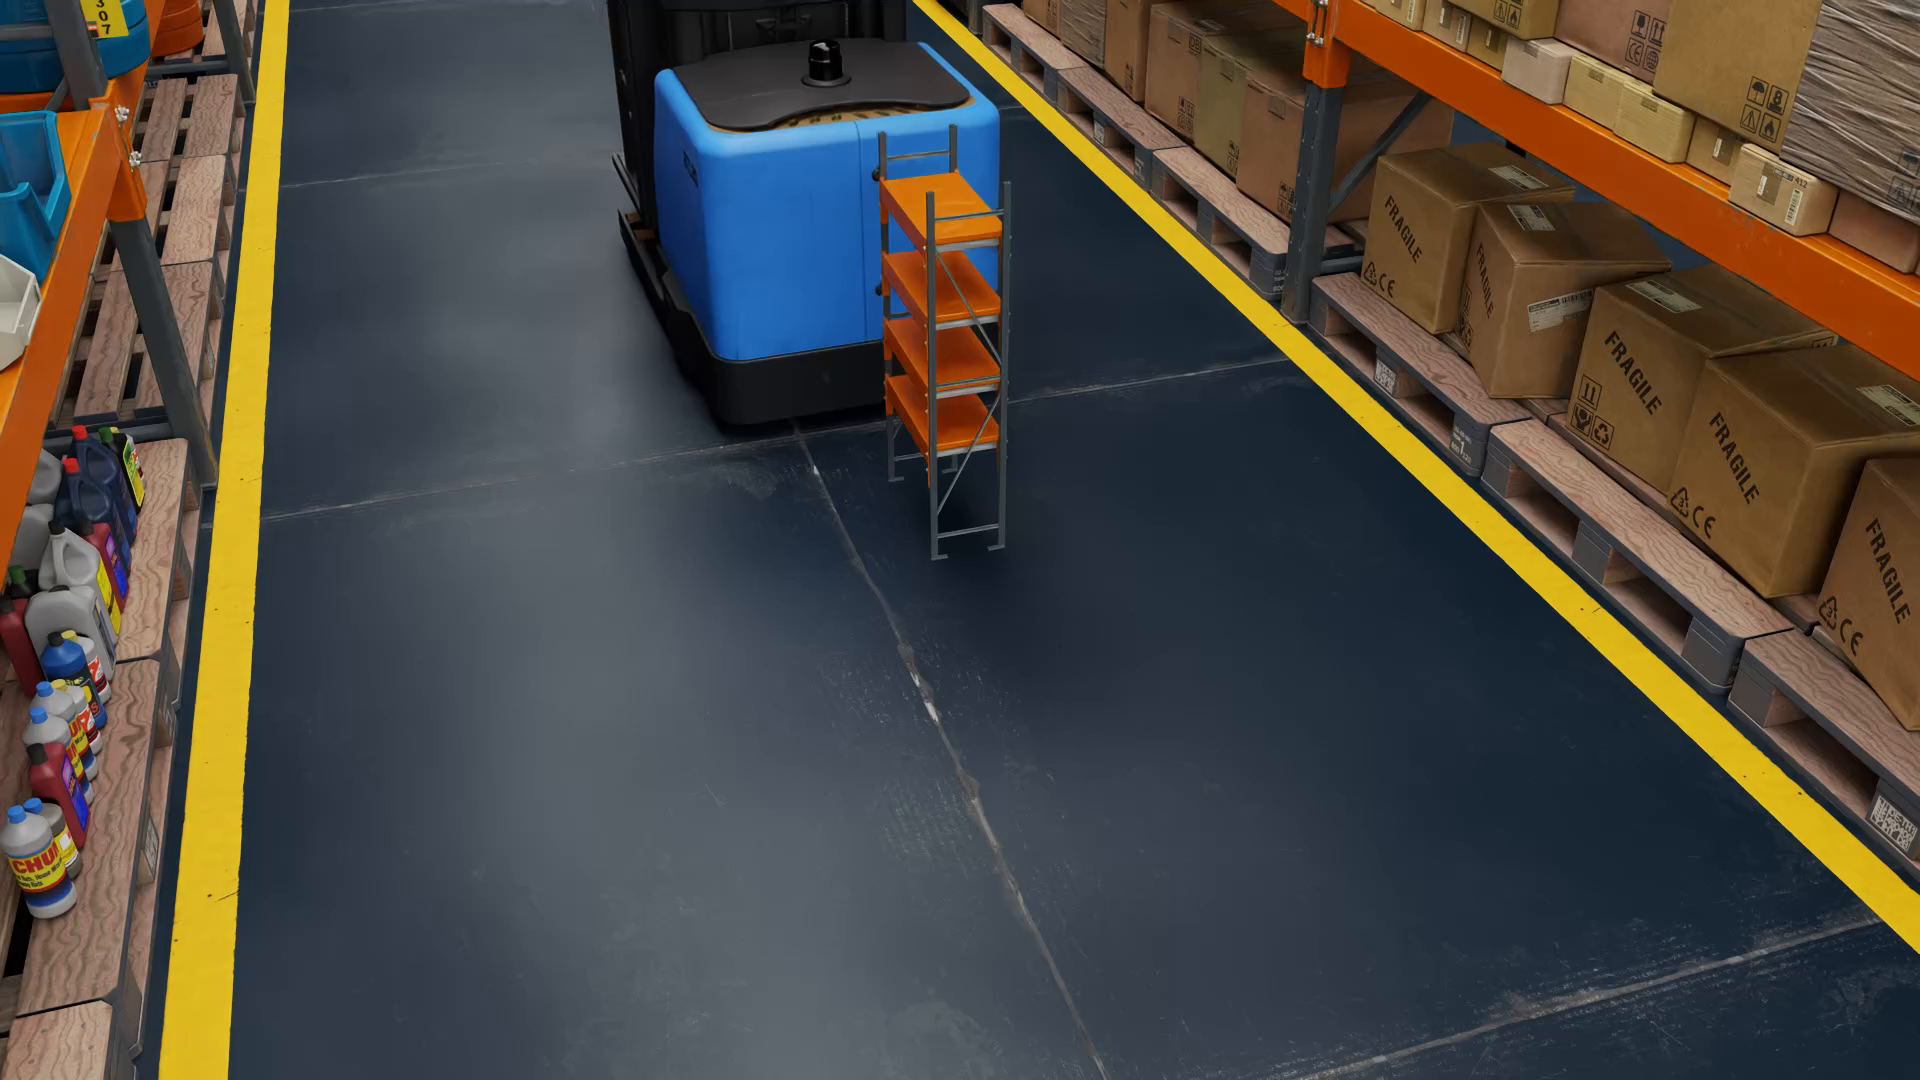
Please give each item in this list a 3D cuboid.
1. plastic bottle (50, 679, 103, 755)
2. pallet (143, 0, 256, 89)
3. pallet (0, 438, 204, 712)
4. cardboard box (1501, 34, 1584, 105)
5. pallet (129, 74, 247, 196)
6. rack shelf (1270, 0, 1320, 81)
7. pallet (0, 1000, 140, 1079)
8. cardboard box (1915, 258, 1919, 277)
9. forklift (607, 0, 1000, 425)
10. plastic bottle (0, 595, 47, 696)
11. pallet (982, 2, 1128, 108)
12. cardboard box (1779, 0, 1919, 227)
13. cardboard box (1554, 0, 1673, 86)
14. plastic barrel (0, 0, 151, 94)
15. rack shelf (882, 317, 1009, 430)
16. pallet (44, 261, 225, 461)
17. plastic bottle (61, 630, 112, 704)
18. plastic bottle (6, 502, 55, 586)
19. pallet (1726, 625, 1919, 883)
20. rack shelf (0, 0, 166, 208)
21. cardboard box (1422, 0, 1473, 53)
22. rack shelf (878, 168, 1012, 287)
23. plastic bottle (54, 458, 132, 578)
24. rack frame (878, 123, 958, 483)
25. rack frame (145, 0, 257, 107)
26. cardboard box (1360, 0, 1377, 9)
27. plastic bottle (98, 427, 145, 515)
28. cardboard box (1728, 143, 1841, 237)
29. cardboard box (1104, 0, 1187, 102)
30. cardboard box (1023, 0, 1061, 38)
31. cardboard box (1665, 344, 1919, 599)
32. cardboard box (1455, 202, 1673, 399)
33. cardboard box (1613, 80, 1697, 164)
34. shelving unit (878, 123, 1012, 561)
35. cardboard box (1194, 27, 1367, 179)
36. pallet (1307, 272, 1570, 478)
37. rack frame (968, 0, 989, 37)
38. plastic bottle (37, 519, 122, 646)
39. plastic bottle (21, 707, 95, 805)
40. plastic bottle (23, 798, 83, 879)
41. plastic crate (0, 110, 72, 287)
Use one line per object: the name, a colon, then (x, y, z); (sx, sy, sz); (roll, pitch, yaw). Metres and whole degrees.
plastic bottle: (-2.154, 0.426, 4.023); (0.097, 0.201, 0.097); (0, 33, 0)
pallet: (-4.453, -2.713, 9.163); (1.003, 0.211, 1.213); (-10, 35, -15)
pallet: (-2.787, 0.154, 4.825); (1.003, 0.211, 1.213); (-10, 35, -15)
cardboard box: (1.832, -1.406, 4.884); (0.380, 0.149, 0.250); (-10, 35, -15)
pallet: (-3.973, -1.892, 7.922); (1.003, 0.211, 1.213); (-10, 35, -15)
rack shelf: (1.154, -2.952, 7.649); (1.077, 0.370, 4.000); (-10, 35, -15)
pallet: (-2.043, 1.435, 2.887); (1.003, 0.211, 1.213); (-10, 35, -15)
cardboard box: (2.402, -0.638, 3.722); (0.380, 0.149, 0.250); (-10, 35, -15)
forklift: (-0.819, -2.426, 6.262); (1.130, 2.935, 3.031); (-11, 35, -16)
plastic bottle: (-2.380, 0.245, 4.223); (0.061, 0.283, 0.133); (-10, 35, -15)
pallet: (0.781, -2.728, 9.187); (1.003, 0.211, 1.213); (-10, 35, -15)
cardboard box: (2.465, -1.073, 3.792); (0.875, 0.500, 0.500); (-10, 35, -15)
cardboard box: (2.210, -1.607, 4.600); (0.875, 0.500, 0.500); (-10, 35, -15)
plastic barrel: (-2.782, -1.832, 4.847); (0.600, 0.901, 0.708); (-10, 35, -15)
rack shelf: (-0.050, -0.531, 5.088); (0.258, 0.148, 0.480); (-10, 35, -15)
pallet: (-3.229, -0.611, 5.984); (1.003, 0.211, 1.213); (-10, 35, -15)
plastic bottle: (-2.217, 0.318, 4.186); (0.097, 0.201, 0.097); (0, 33, 0)
plastic bottle: (-2.556, 0.012, 4.582); (0.152, 0.276, 0.135); (-10, 35, -15)
pallet: (2.747, 0.589, 4.167); (1.003, 0.211, 1.213); (-10, 35, -15)
rack shelf: (-3.562, -2.119, 6.388); (1.077, 0.370, 4.000); (-10, 35, -15)
cardboard box: (1.710, -1.673, 5.290); (0.380, 0.149, 0.250); (-10, 35, -15)
rack shelf: (-0.050, -0.915, 4.834); (0.258, 0.148, 0.480); (-10, 35, -15)
plastic bottle: (-2.423, -0.057, 4.619); (0.144, 0.351, 0.185); (-12, 35, -17)
rack frame: (-0.125, -0.716, 5.245); (0.240, 1.200, 0.015); (-10, 35, -15)
rack frame: (-4.173, -3.469, 7.779); (1.000, 3.000, 0.127); (-10, 35, -15)
cardboard box: (1.544, -1.934, 5.683); (0.380, 0.149, 0.250); (-10, 35, -15)
plastic bottle: (-2.492, -0.222, 4.930); (0.061, 0.283, 0.133); (-8, 34, -12)
cardboard box: (2.143, -0.882, 4.091); (0.380, 0.149, 0.250); (-10, 35, -15)
cardboard box: (1.129, -2.509, 8.194); (0.700, 0.500, 0.500); (-7, 34, -11)
cardboard box: (0.768, -3.094, 9.080); (0.700, 0.500, 0.500); (-12, 35, -17)
cardboard box: (2.422, -0.205, 4.725); (0.500, 0.500, 0.500); (-7, 34, -10)
cardboard box: (2.030, -0.818, 5.653); (0.500, 0.500, 0.500); (0, 33, 1)
cardboard box: (2.014, -1.148, 4.495); (0.380, 0.149, 0.250); (-10, 35, -15)
shelving unit: (-0.050, -0.587, 5.051); (0.258, 1.200, 0.503); (-10, 35, -15)
cardboard box: (1.470, -1.922, 7.306); (0.700, 0.500, 0.500); (-10, 35, -15)
pallet: (2.003, -0.692, 6.105); (1.003, 0.211, 1.213); (-10, 35, -15)
rack frame: (0.544, -4.302, 9.039); (1.000, 3.000, 0.127); (-10, 35, -15)
plastic bottle: (-2.324, 0.113, 4.362); (0.144, 0.351, 0.185); (-10, 35, -15)
plastic bottle: (-2.093, 0.502, 3.846); (0.097, 0.271, 0.097); (0, 33, 0)
plastic bottle: (-2.020, 0.657, 3.675); (0.097, 0.201, 0.097); (0, 33, 0)
plastic crate: (-2.356, -0.771, 3.831); (0.499, 0.251, 0.616); (-10, 35, -15)
